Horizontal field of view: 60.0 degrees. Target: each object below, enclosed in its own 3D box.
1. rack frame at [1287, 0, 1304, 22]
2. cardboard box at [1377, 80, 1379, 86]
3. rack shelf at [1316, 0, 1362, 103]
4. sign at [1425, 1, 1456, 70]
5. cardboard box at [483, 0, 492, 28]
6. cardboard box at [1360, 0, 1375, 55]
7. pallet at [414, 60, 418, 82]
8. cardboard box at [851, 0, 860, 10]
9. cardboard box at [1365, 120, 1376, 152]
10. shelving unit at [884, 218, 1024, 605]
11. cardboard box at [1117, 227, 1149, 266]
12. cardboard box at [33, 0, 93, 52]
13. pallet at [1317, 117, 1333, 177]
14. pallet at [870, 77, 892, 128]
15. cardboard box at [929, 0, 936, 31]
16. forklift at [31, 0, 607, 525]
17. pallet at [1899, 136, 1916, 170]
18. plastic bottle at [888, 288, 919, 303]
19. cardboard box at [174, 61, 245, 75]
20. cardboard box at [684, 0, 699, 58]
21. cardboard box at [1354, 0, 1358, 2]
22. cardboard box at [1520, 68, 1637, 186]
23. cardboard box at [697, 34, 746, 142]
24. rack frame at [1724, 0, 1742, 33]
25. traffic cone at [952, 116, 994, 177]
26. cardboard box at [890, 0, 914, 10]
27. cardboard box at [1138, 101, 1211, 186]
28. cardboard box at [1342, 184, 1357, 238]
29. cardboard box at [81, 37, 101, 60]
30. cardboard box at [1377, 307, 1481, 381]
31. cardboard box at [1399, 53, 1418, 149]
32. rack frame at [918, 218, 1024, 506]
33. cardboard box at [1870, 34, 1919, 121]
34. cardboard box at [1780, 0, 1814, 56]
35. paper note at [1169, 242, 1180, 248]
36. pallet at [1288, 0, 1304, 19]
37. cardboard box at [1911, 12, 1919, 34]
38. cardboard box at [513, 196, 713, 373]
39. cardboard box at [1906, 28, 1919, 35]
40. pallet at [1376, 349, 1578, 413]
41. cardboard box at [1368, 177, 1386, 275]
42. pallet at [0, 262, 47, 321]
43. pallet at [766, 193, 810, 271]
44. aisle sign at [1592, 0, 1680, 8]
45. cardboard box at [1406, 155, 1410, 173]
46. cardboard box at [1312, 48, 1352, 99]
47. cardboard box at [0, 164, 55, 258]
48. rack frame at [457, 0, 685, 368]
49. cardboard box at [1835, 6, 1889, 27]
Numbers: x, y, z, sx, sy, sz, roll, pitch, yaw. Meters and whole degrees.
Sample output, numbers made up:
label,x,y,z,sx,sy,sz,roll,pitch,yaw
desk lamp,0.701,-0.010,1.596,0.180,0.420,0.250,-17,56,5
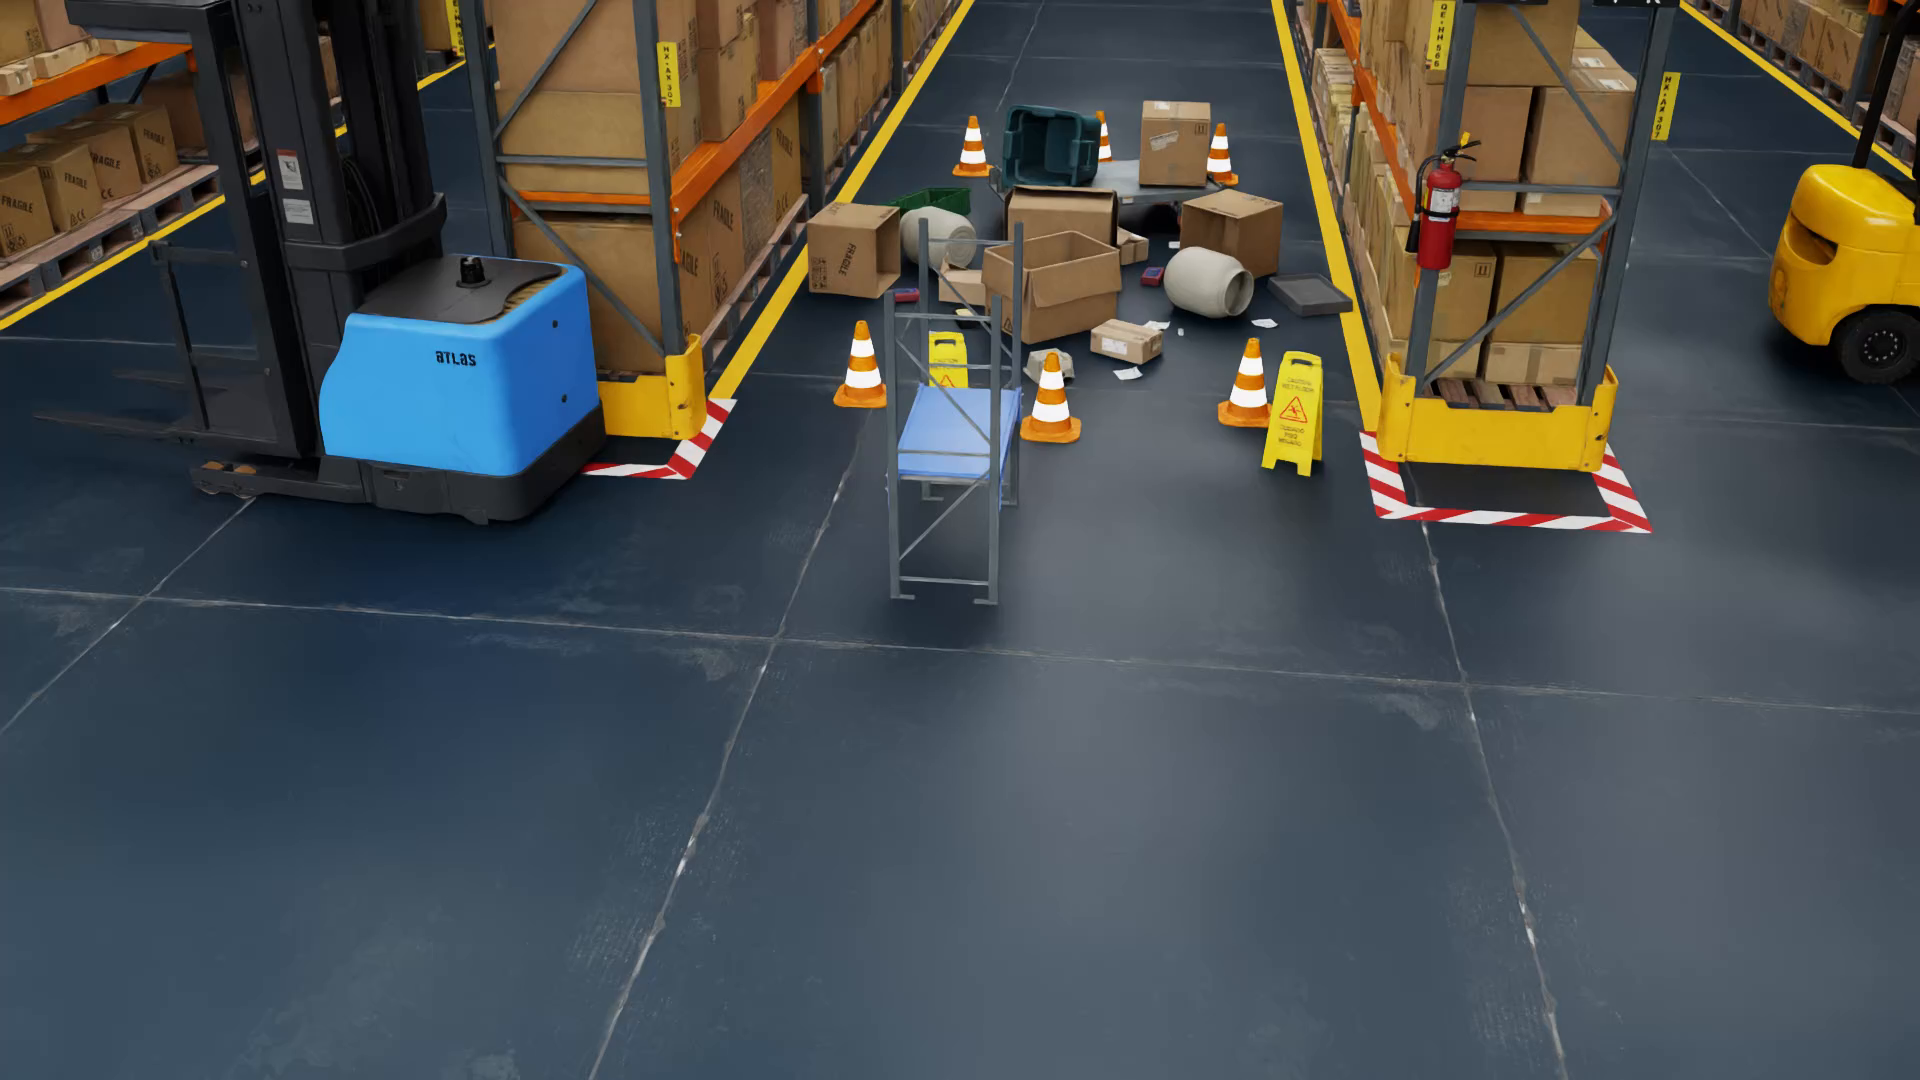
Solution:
label,x,y,z,sx,sy,sz,roll,pitch,yaw
rack frame,4.355,-7.411,18.843,1.000,3.000,0.127,3,28,6
cardboard box,2.971,-3.041,10.998,0.380,0.149,0.250,4,29,8
rack shelf,3.620,-4.270,13.771,1.077,0.370,4.000,3,28,6
sign,2.336,-2.453,8.086,0.100,0.325,0.005,3,28,6
cardboard box,-5.749,-6.096,18.200,1.225,0.875,0.875,3,29,6
cardboard box,3.044,-3.629,11.404,0.500,0.500,0.500,3,28,6
pallet,-6.068,-4.508,16.396,1.003,0.211,1.213,3,28,6
cardboard box,-1.094,-4.634,13.583,0.500,0.500,0.500,3,28,6
cardboard box,2.898,-2.676,11.035,0.380,0.149,0.250,4,29,8
shelving unit,-0.010,-0.620,7.820,0.538,1.500,1.048,3,28,6
cardboard box,1.145,-2.182,12.021,0.258,0.266,0.396,-17,33,-29
cardboard box,-6.635,-3.713,11.560,0.875,0.500,0.500,3,28,6
pallet,3.615,-3.360,14.264,1.003,0.211,1.213,3,28,6
pallet,-1.232,-4.173,15.774,1.003,0.211,1.213,3,28,6
cardboard box,-0.541,-5.889,18.212,0.500,0.500,0.500,3,28,5
forklift,-3.505,-1.739,8.387,3.031,2.935,1.130,7,29,13
pallet,8.500,-3.056,13.699,1.003,0.211,1.213,3,28,6
plastic bottle,-0.359,-1.661,11.269,0.283,0.061,0.133,-6,29,-11
cardboard box,-6.287,-3.825,14.359,0.700,0.500,0.500,3,28,6
cardboard box,-1.981,-2.980,9.322,0.875,0.550,0.550,3,28,6
cardboard box,3.209,-4.224,12.750,0.380,0.149,0.250,3,28,5
cardboard box,3.218,-2.144,8.648,0.500,0.500,0.500,3,28,5
cardboard box,-1.801,-2.762,10.056,0.875,0.550,0.550,3,28,6
rack frame,9.281,-7.124,18.311,1.000,3.000,0.127,3,28,6
traffic cone,0.112,-3.312,13.909,0.336,0.463,0.334,3,28,6
cardboard box,-0.736,-5.493,16.685,0.500,0.250,0.500,2,28,4
cardboard box,1.604,-2.967,12.432,0.500,0.500,0.500,3,28,6
cardboard box,3.034,-2.357,11.919,0.500,0.250,0.500,2,28,4
cardboard box,-6.407,-3.526,11.898,0.380,0.149,0.250,3,28,6
cardboard box,2.719,-1.144,9.667,0.500,0.250,0.500,3,28,6
cardboard box,2.743,-2.444,9.205,0.500,0.500,0.500,3,29,6
rack frame,0.052,-0.859,8.264,0.500,1.500,0.032,3,28,6
cardboard box,8.701,-4.088,14.736,0.875,0.625,0.625,4,29,8
cardboard box,8.808,-5.264,17.051,0.500,0.500,0.500,2,28,4
paper note,1.616,-2.187,12.278,0.148,0.019,0.142,3,28,6
pallet,4.526,-6.536,20.160,1.003,0.211,1.213,3,28,6
cardboard box,9.165,-4.838,15.577,0.380,0.149,0.250,5,29,9
cardboard box,-2.023,-1.575,9.808,0.875,0.875,0.875,4,29,6
cardboard box,9.121,-4.508,15.647,0.500,0.500,0.500,4,29,8
pallet,3.028,-0.950,9.792,1.003,0.211,1.213,3,28,6
cardboard box,2.853,-1.942,10.357,0.500,0.500,0.500,3,28,5
pallet,-6.807,-1.526,10.861,1.003,0.211,1.213,3,28,6
pallet,-1.721,-2.304,12.304,1.003,0.211,1.213,3,28,6
aisle sign,3.184,-2.859,7.654,0.394,0.787,0.004,3,28,6
cardboard box,2.692,-2.085,9.222,0.380,0.149,0.250,3,28,5
cardboard box,3.785,-4.290,15.379,0.950,0.372,0.625,1,28,3
cardboard box,-6.723,-2.292,11.535,0.500,0.500,0.500,6,29,11
rack frame,-2.041,-2.002,8.804,1.000,3.000,0.127,3,28,6
cardboard box,8.603,-4.988,15.856,0.380,0.149,0.250,2,28,4
